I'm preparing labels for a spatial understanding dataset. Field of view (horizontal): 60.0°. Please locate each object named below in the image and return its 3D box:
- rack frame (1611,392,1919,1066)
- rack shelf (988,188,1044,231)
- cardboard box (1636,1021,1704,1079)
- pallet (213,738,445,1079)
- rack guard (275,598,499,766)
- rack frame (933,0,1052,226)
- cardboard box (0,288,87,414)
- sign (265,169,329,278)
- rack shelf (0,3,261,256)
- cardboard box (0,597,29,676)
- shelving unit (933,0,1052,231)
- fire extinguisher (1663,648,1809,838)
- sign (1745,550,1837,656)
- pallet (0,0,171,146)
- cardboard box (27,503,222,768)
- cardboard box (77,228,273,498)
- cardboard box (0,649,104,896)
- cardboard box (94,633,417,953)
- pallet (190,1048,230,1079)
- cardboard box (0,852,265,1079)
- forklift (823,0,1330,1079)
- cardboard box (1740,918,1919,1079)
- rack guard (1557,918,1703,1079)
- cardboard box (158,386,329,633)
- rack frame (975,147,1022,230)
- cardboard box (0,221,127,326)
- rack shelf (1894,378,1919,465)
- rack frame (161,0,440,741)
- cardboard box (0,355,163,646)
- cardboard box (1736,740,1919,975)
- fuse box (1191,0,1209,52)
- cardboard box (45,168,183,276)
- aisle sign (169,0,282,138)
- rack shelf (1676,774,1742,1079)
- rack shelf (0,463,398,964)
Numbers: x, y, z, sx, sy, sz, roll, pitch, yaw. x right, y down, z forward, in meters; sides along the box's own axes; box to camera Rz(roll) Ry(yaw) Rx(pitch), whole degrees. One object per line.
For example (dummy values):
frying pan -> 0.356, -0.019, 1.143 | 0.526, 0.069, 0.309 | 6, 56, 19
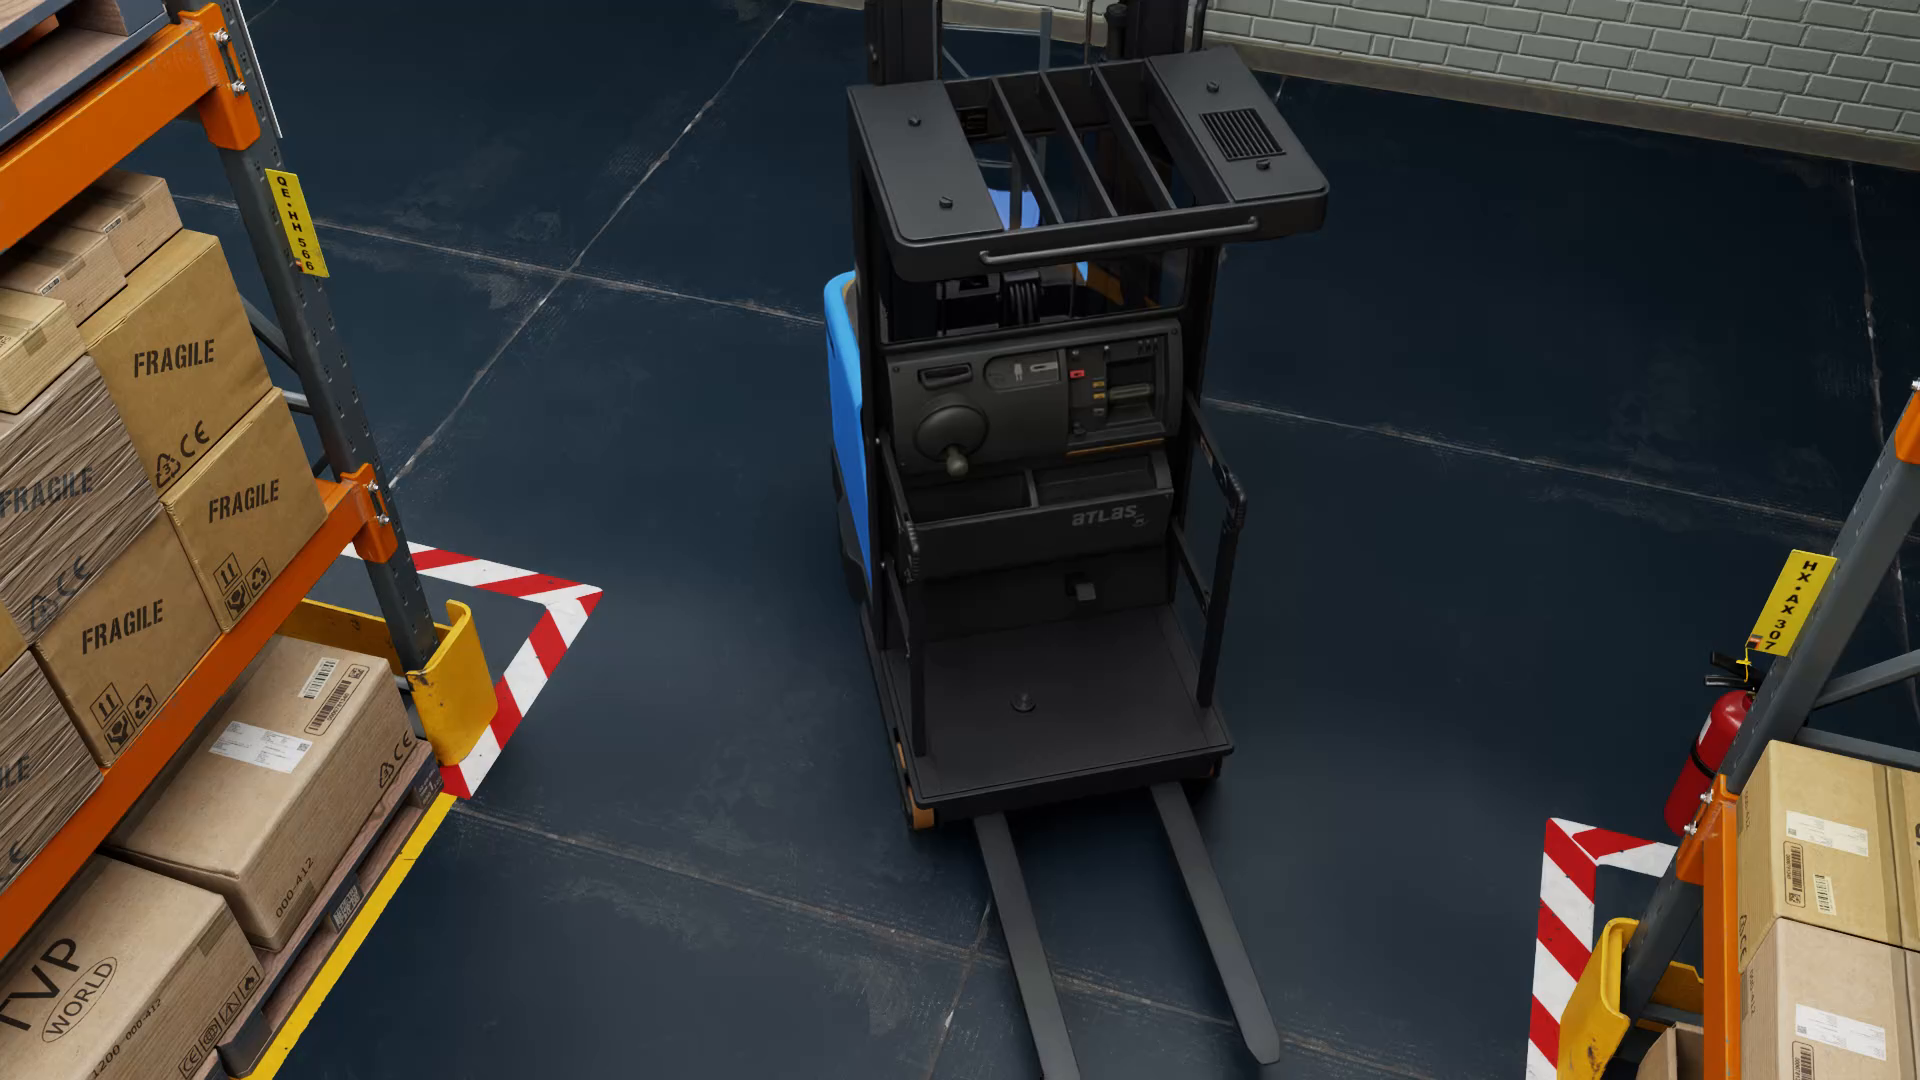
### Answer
rack frame -> 2.433, 0.573, 4.019 | 1.000, 3.000, 0.127 | 13, 46, 13
rack shelf -> 0.057, -1.184, 7.145 | 0.538, 0.185, 1.000 | 6, 45, 6
cardboard box -> 2.158, 1.703, 4.350 | 0.797, 0.503, 0.637 | 11, 45, 11
pallet -> -2.466, 1.071, 5.505 | 1.003, 0.211, 1.213 | 13, 46, 13
rack guard -> -2.291, 0.402, 5.982 | 1.175, 0.500, 0.348 | 13, 46, 13
rack frame -> 0.130, -1.665, 7.379 | 0.500, 1.500, 0.032 | 6, 45, 6
cardboard box -> -2.268, -0.455, 3.820 | 0.380, 0.149, 0.250 | 12, 46, 12
sign -> -1.785, -0.850, 4.477 | 0.100, 0.325, 0.005 | 13, 46, 13
rack shelf -> -2.904, 0.043, 2.931 | 1.077, 0.370, 4.000 | 13, 46, 13
cardboard box -> -2.501, 0.187, 3.628 | 0.500, 0.500, 0.500 | 12, 46, 12
shelving unit -> 0.057, -1.313, 7.019 | 0.538, 1.500, 1.048 | 6, 45, 6
fire extinguisher -> 2.037, 0.538, 4.377 | 0.296, 0.674, 0.183 | 13, 46, 13
sign -> 1.916, 0.149, 3.834 | 0.100, 0.325, 0.005 | 13, 46, 13
pallet -> -2.513, -1.019, 3.566 | 1.003, 0.211, 1.213 | 13, 46, 13
cardboard box -> -2.359, 0.198, 4.332 | 0.500, 0.500, 0.500 | 12, 46, 12
cardboard box -> -2.217, -0.497, 4.327 | 0.500, 0.500, 0.500 | 14, 46, 14
cardboard box -> -2.505, 0.543, 3.979 | 0.500, 0.500, 0.500 | 14, 46, 14
cardboard box -> -2.403, 0.751, 5.369 | 0.875, 0.438, 0.875 | 11, 45, 11
pallet -> -2.837, 1.881, 4.677 | 1.003, 0.211, 1.213 | 13, 46, 12
cardboard box -> -2.672, 1.363, 4.744 | 0.875, 0.438, 0.875 | 14, 46, 14
forklift -> 0.289, -0.346, 5.007 | 1.130, 2.935, 3.031 | -9, 45, -9
cardboard box -> 1.887, 1.102, 3.374 | 0.500, 0.250, 0.500 | 13, 46, 13
rack guard -> 2.410, 1.517, 4.842 | 1.175, 0.500, 0.348 | 13, 46, 13
cardboard box -> -2.192, -0.134, 4.670 | 0.500, 0.500, 0.500 | 13, 46, 13
rack frame -> -0.016, -0.961, 6.660 | 0.500, 1.500, 0.032 | 6, 45, 6
cardboard box -> -2.270, -0.645, 4.014 | 0.380, 0.149, 0.250 | 13, 46, 13
rack shelf -> 1.828, 1.091, 1.860 | 1.077, 0.370, 4.000 | 13, 46, 13
rack frame -> -2.298, -0.476, 5.091 | 1.000, 3.000, 0.127 | 13, 46, 13
cardboard box -> -2.348, -0.142, 3.964 | 0.500, 0.500, 0.500 | 13, 46, 13
cardboard box -> 2.039, 0.766, 3.717 | 0.500, 0.250, 0.500 | 13, 46, 13
fuse box -> 1.345, -3.236, 8.834 | 0.539, 1.711, 0.414 | 13, 46, 13
cardboard box -> -2.216, -0.819, 4.192 | 0.380, 0.149, 0.250 | 13, 46, 13
aisle sign -> -1.981, -1.387, 4.164 | 0.394, 0.787, 0.004 | 13, 46, 13
rack shelf -> 1.828, 2.164, 2.909 | 1.077, 0.370, 4.000 | 13, 46, 13
rack shelf -> -2.904, 1.115, 3.981 | 1.077, 0.370, 4.000 | 13, 46, 13
